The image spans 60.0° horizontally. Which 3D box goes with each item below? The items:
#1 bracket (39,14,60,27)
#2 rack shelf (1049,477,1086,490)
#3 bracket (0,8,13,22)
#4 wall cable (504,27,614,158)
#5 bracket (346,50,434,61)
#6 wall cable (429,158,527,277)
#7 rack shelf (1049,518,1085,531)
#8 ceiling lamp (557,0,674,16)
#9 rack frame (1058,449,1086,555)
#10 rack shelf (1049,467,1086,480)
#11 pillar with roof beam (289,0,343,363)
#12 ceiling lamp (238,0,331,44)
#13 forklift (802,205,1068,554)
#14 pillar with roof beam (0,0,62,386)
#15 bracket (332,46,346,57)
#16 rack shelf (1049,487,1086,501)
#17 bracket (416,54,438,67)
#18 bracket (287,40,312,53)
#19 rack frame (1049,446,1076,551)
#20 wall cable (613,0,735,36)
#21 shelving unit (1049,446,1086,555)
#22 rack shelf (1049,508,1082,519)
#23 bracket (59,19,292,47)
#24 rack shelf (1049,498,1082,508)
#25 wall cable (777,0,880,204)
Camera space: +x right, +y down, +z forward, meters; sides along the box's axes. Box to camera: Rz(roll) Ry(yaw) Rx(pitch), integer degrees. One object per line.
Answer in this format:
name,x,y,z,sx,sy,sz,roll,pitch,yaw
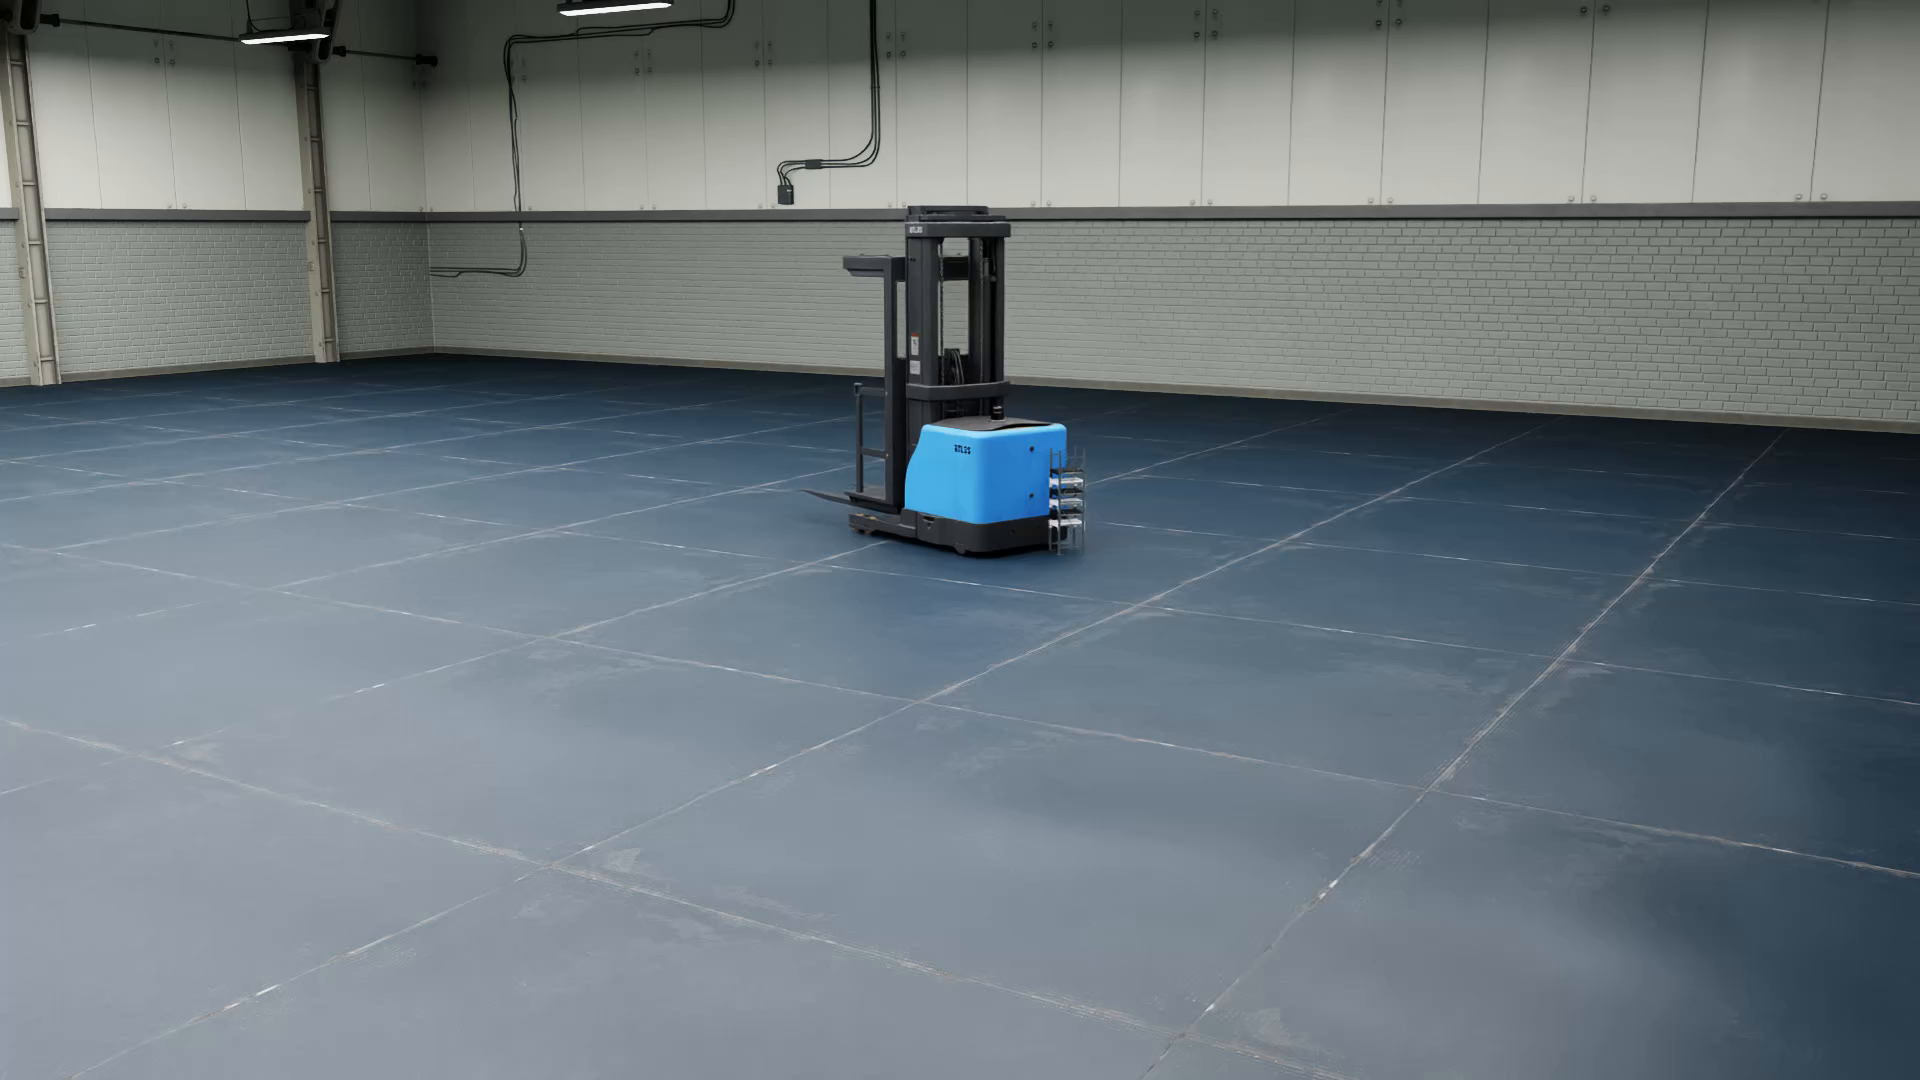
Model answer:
bracket,-15.833,-9.010,28.759,0.235,0.232,0.430,6,12,31
rack shelf,0.916,-0.482,14.199,0.258,0.077,0.200,-4,11,-18
bracket,-16.264,-8.879,28.062,0.235,0.232,0.430,6,12,31
wall cable,-8.265,-9.188,34.204,3.097,2.526,0.112,6,12,31
bracket,-11.794,-10.233,35.294,0.076,0.066,3.189,6,12,31
wall cable,-10.577,-6.964,36.049,3.097,2.526,0.112,6,12,31
rack shelf,0.916,-0.128,14.265,0.258,0.077,0.200,-4,11,-18
ceiling lamp,-4.867,-9.255,23.985,2.000,3.185,0.800,6,12,31
rack frame,0.949,-0.320,14.131,0.240,0.900,0.006,-4,11,-18
rack shelf,0.916,-0.570,14.183,0.258,0.077,0.200,-4,11,-18
pillar with roof beam,-9.557,-7.742,31.766,9.100,9.000,0.548,6,12,31
ceiling lamp,-11.183,-9.961,27.756,2.000,3.185,0.800,6,12,31
forklift,-0.363,-1.540,15.130,1.130,2.935,3.031,-8,13,-37
pillar with roof beam,-12.672,-6.798,26.726,9.100,9.000,0.548,6,12,31
bracket,-12.718,-9.954,33.799,0.235,0.232,0.430,6,12,31
rack shelf,0.916,-0.393,14.216,0.258,0.077,0.200,-4,11,-18
bracket,-11.487,-10.326,35.790,0.235,0.232,0.430,6,12,31
bracket,-13.149,-9.823,33.102,0.235,0.232,0.430,6,12,31
rack frame,0.883,-0.355,14.321,0.240,0.900,0.006,-4,11,-18
wall cable,-5.620,-11.128,32.206,3.097,2.526,0.112,6,12,31
shelving unit,0.916,-0.338,14.226,0.258,0.900,0.210,-4,11,-18
rack shelf,0.916,-0.216,14.249,0.258,0.077,0.200,-4,11,-18
bracket,-14.486,-9.418,30.938,0.076,0.066,4.783,6,12,31
rack shelf,0.916,-0.305,14.232,0.258,0.077,0.200,-4,11,-18
wall cable,-2.471,-9.252,30.592,2.305,6.003,0.169,6,12,31
